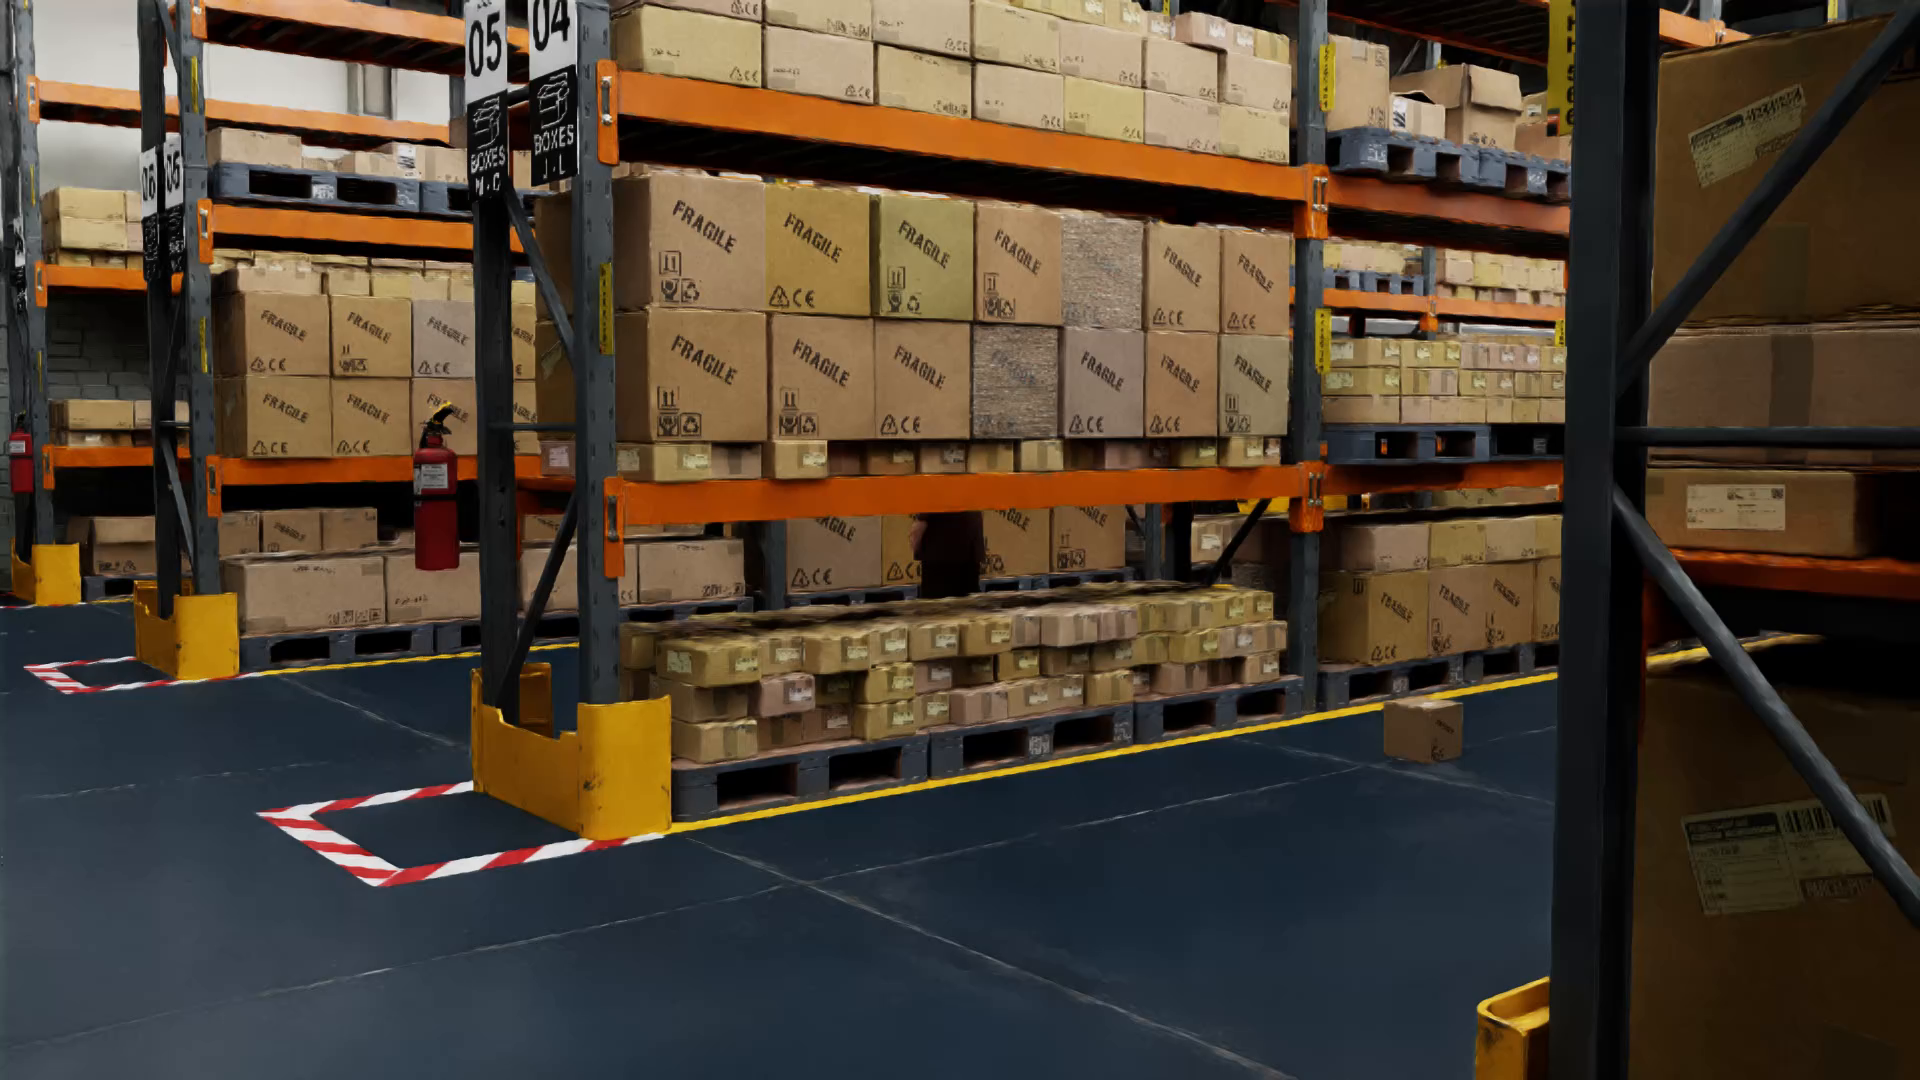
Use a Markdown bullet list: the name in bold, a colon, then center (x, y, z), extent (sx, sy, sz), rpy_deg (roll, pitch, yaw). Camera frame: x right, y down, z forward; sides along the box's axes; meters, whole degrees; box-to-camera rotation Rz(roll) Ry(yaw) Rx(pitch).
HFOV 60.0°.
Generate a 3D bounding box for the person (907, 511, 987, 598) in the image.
- **person**: center (-0.108, -0.083, 9.650), extent (0.517, 1.787, 0.650), rpy_deg (2, 5, 24)
